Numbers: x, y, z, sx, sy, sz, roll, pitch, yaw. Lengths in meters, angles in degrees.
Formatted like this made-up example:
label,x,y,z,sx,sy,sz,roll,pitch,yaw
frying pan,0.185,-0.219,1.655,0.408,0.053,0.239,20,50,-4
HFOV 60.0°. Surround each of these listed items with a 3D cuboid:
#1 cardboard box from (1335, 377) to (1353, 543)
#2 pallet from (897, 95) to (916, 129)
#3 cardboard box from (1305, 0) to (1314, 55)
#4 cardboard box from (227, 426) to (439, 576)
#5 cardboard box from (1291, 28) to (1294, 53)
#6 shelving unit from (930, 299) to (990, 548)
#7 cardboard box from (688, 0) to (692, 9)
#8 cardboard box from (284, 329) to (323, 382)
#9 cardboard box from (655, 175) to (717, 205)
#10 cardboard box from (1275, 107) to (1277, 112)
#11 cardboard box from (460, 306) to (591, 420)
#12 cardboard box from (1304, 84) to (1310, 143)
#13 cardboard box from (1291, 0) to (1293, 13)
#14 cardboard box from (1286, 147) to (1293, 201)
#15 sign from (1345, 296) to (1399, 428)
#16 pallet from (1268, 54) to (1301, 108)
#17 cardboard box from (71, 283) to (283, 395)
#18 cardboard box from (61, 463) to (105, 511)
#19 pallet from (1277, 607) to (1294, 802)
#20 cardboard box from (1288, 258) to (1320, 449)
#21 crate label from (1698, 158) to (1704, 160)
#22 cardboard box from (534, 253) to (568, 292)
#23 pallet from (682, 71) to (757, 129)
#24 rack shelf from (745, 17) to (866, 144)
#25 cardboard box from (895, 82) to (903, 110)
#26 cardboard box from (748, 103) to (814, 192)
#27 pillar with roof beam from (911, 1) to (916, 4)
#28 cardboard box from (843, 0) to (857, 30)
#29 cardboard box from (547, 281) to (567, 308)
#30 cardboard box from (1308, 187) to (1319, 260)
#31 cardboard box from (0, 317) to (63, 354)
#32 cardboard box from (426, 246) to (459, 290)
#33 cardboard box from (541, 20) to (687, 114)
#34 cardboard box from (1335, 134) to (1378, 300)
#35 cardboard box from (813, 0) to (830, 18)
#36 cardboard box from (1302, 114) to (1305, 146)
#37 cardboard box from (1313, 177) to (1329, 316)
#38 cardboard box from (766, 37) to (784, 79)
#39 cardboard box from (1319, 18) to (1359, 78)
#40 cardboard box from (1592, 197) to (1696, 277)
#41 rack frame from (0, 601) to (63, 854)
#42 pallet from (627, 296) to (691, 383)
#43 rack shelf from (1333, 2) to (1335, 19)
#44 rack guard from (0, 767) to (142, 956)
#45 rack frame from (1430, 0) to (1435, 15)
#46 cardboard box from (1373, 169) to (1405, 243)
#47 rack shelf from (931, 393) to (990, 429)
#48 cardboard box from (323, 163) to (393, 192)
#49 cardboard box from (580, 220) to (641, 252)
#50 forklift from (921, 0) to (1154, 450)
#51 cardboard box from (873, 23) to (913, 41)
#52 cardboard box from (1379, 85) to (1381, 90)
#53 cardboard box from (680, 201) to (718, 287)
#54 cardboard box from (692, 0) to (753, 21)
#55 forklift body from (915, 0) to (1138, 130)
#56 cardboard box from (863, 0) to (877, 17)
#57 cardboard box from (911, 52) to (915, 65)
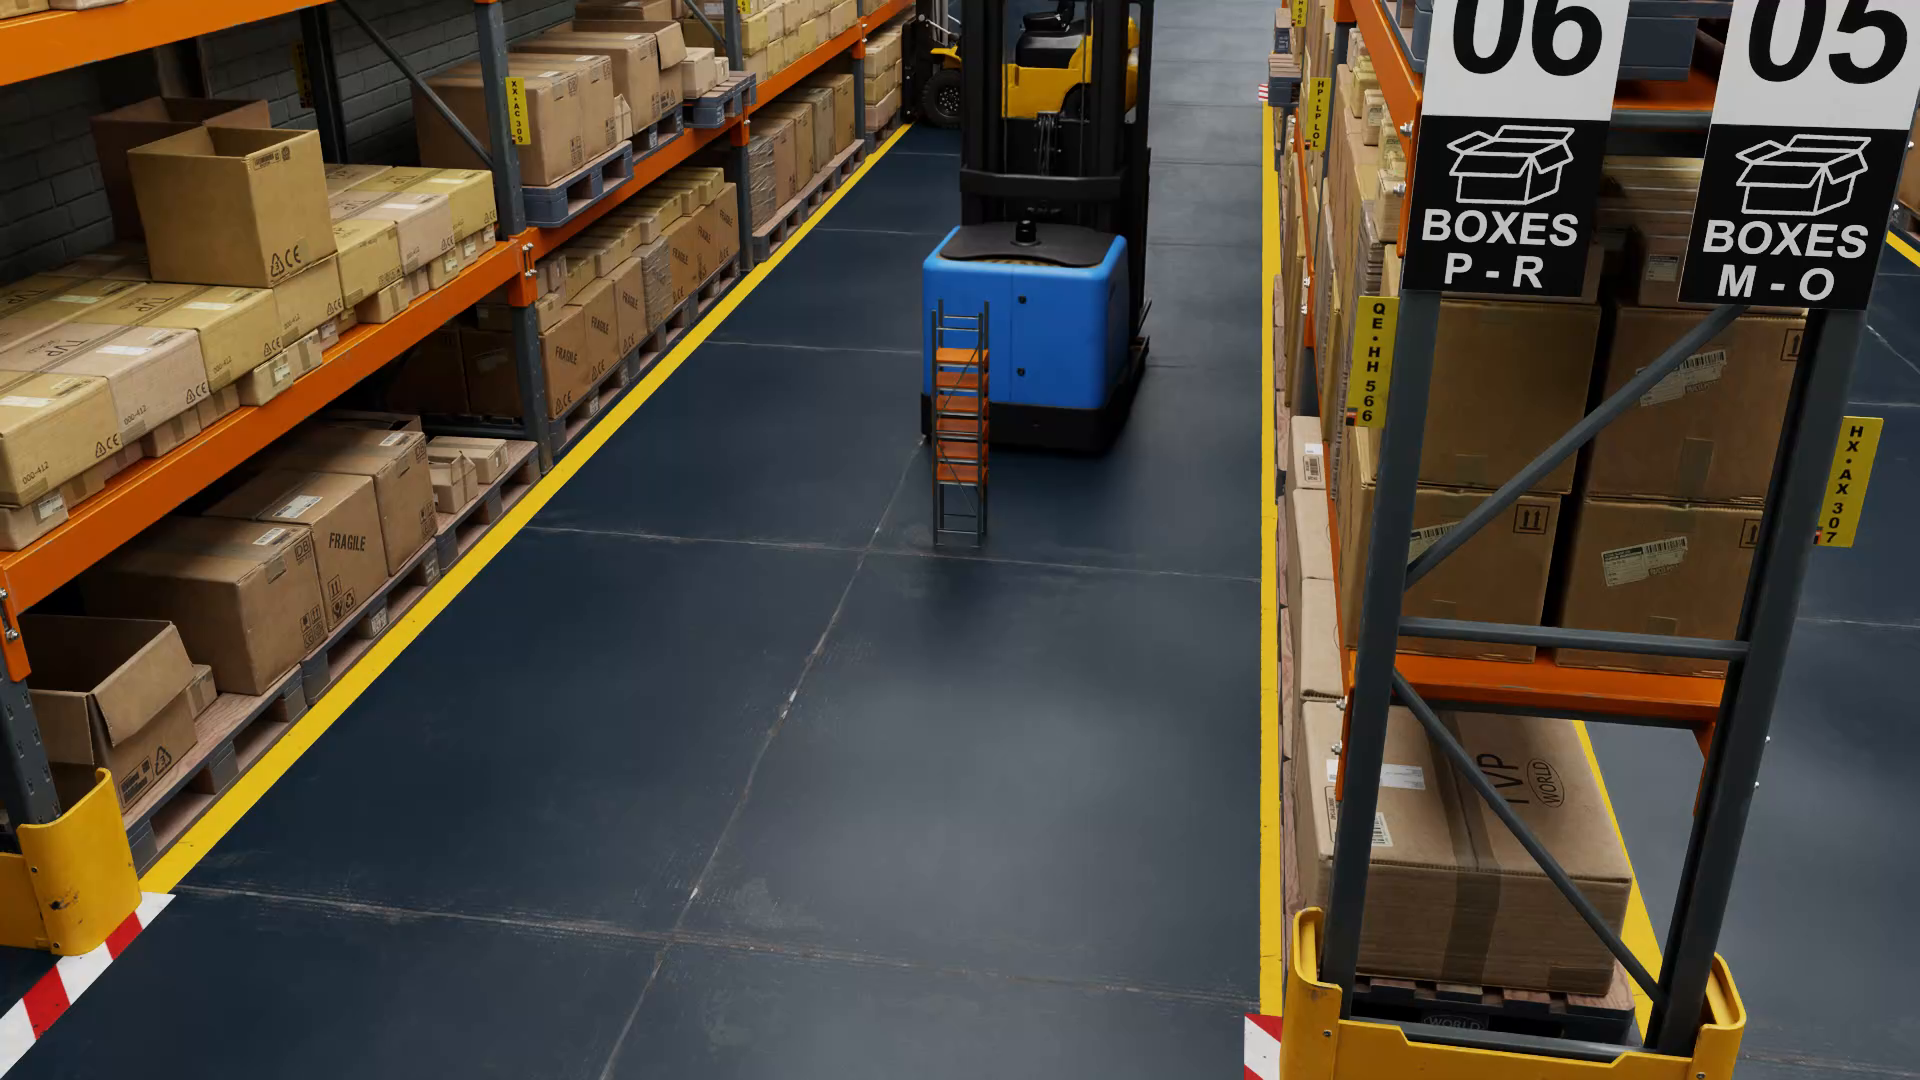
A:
label,x,y,z,sx,sy,sz,roll,pitch,yaw
cardboard box,1.434,-0.221,5.066,0.500,0.500,0.500,3,25,7
pallet,-1.049,-4.686,18.013,1.003,0.211,1.213,4,25,9
cardboard box,2.505,-3.401,10.681,0.500,0.500,0.500,3,25,7
cardboard box,-2.837,-0.185,7.561,0.700,0.500,0.500,3,25,7
cardboard box,2.698,-3.769,12.564,0.380,0.149,0.250,4,25,9
shelving unit,0.002,-0.549,8.009,0.258,1.200,0.189,4,25,9
cardboard box,-2.182,-4.145,12.685,0.380,0.149,0.250,4,25,8
cardboard box,-2.772,-0.741,6.590,0.380,0.149,0.250,5,25,10
cardboard box,-1.916,-2.446,11.626,0.380,0.149,0.250,3,25,6
cardboard box,3.562,-4.623,17.336,0.500,0.250,0.500,6,26,12
cardboard box,-2.424,-1.007,9.316,0.500,0.500,0.500,5,26,11
cardboard box,2.225,-2.421,9.472,0.500,0.250,0.500,4,25,9
cardboard box,2.872,-4.329,12.995,0.500,0.500,0.500,3,25,6
cardboard box,3.171,-2.954,13.627,0.950,0.372,0.625,5,26,10
sign,0.986,-0.422,3.968,0.100,0.325,0.005,4,25,9
pallet,2.838,-3.311,12.012,1.213,0.211,1.003,4,25,9
cardboard box,-2.877,-0.750,6.140,0.500,0.250,0.500,4,25,8
cardboard box,-3.058,-0.203,5.442,0.380,0.149,0.250,5,25,10
pallet,1.774,0.668,6.575,1.003,0.211,1.213,4,25,9
cardboard box,2.195,-0.912,8.672,0.875,0.875,0.875,5,26,10
crate label,6.909,-3.559,15.692,0.298,0.136,0.250,-14,29,-27
cardboard box,-2.408,-1.492,9.237,0.380,0.149,0.250,3,25,6
pallet,-2.113,-3.060,11.475,1.213,0.211,1.003,4,25,9
rack shelf,-1.744,-3.946,13.990,1.077,0.370,4.000,4,25,9
cardboard box,-0.875,-4.662,17.419,0.500,0.250,0.500,4,25,9
cardboard box,-1.747,-3.365,14.206,0.875,0.625,0.625,3,25,6
pillar with roof beam,3.461,-11.480,22.162,9.100,9.000,0.400,4,25,9
cardboard box,-1.242,-4.811,15.167,0.500,0.250,0.500,5,25,10
cardboard box,-2.435,-1.367,9.319,0.380,0.149,0.250,3,25,7
cardboard box,1.997,-1.557,8.215,0.500,0.250,0.500,3,25,7
cardboard box,-3.480,-0.582,5.781,0.500,0.250,0.500,4,25,9
cardboard box,-2.567,-1.277,7.735,0.380,0.149,0.250,5,25,10
cardboard box,-2.155,-2.976,10.453,0.797,0.503,0.637,3,25,7
cardboard box,1.588,-1.100,5.765,0.500,0.500,0.500,4,25,8
cardboard box,-1.412,-4.614,14.157,0.500,0.250,0.500,5,25,10
cardboard box,2.432,-2.621,10.489,0.500,0.250,0.500,3,25,7
cardboard box,1.838,-1.287,7.343,0.500,0.500,0.500,5,26,10
cardboard box,-1.670,-3.746,12.891,0.500,0.250,0.500,3,25,7
cardboard box,2.075,-2.339,8.411,0.500,0.500,0.500,5,25,10
cardboard box,1.823,-0.782,4.321,0.380,0.149,0.250,5,25,10
rack frame,-3.378,-0.089,4.902,1.000,3.000,0.127,4,25,9
pallet,-2.432,-1.354,10.893,1.003,0.211,1.213,4,25,9
rack shelf,2.500,-3.289,9.048,1.077,0.370,4.000,4,25,9
rack guard,-3.366,1.011,5.500,1.175,0.500,0.348,4,25,9
rack frame,1.519,-2.464,2.899,1.000,3.000,0.127,4,25,9
cardboard box,1.357,-0.924,4.624,0.380,0.149,0.250,4,25,8
rack shelf,0.002,-0.618,7.977,0.258,0.103,0.180,4,25,9
cardboard box,-3.072,-1.640,8.042,0.500,0.250,0.500,4,25,8
cardboard box,-2.237,-1.911,10.482,0.380,0.149,0.250,4,25,9
forklift,0.605,-2.420,9.963,1.130,2.935,3.031,5,26,11
cardboard box,-0.772,-5.327,17.661,0.500,0.250,0.500,4,25,7
cardboard box,1.706,-1.560,5.982,0.380,0.149,0.250,4,25,8
cardboard box,-2.020,-2.093,11.636,0.500,0.500,0.500,4,25,8
cardboard box,-1.728,-3.887,12.133,0.380,0.149,0.250,5,26,10
forklift body,0.726,-5.477,17.414,2.313,2.155,1.214,4,25,9
cardboard box,-1.087,-5.321,15.961,0.500,0.500,0.500,3,25,7
cardboard box,-0.776,-5.091,17.747,0.500,0.250,0.500,4,25,8
